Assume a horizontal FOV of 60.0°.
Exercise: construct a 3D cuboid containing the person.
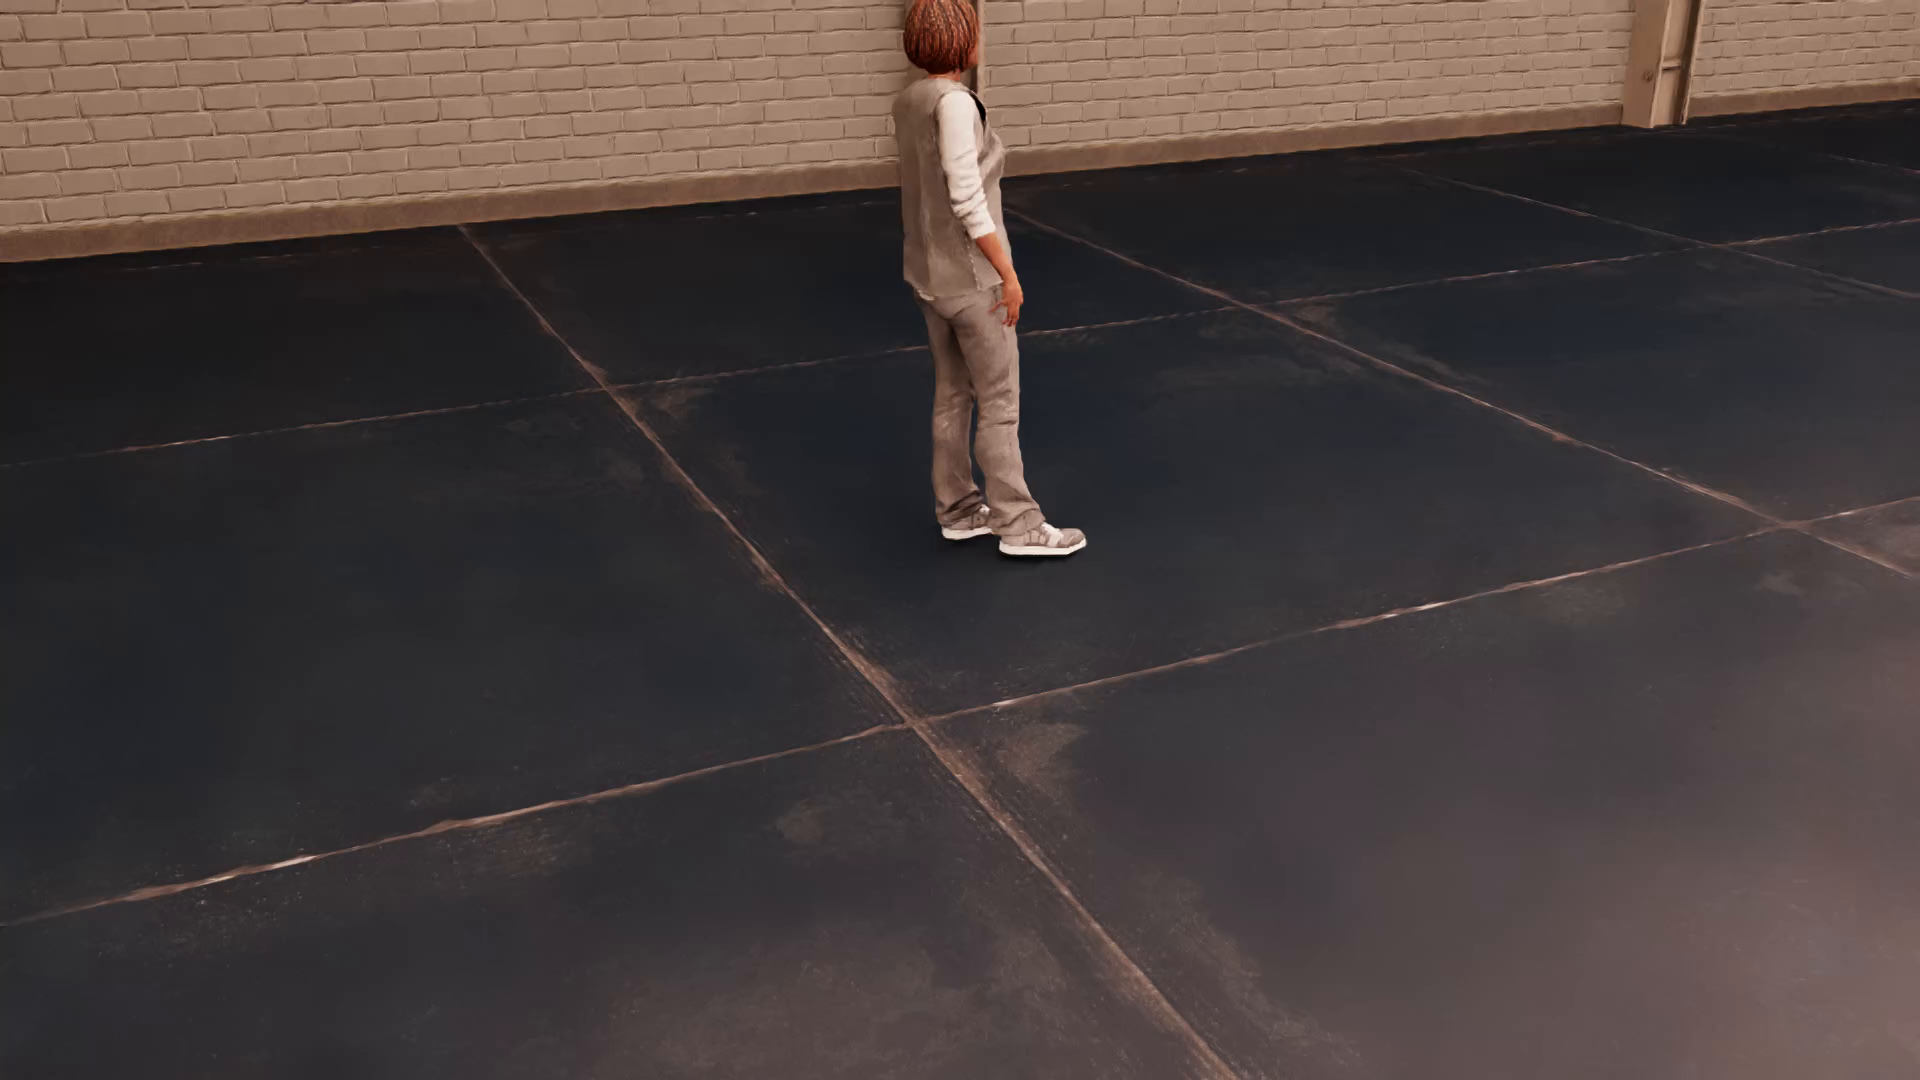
[{"bbox_3d":[0.073,-0.748,4.816,0.474,1.591,0.521,-10,25,-23],"label":"person"}]
